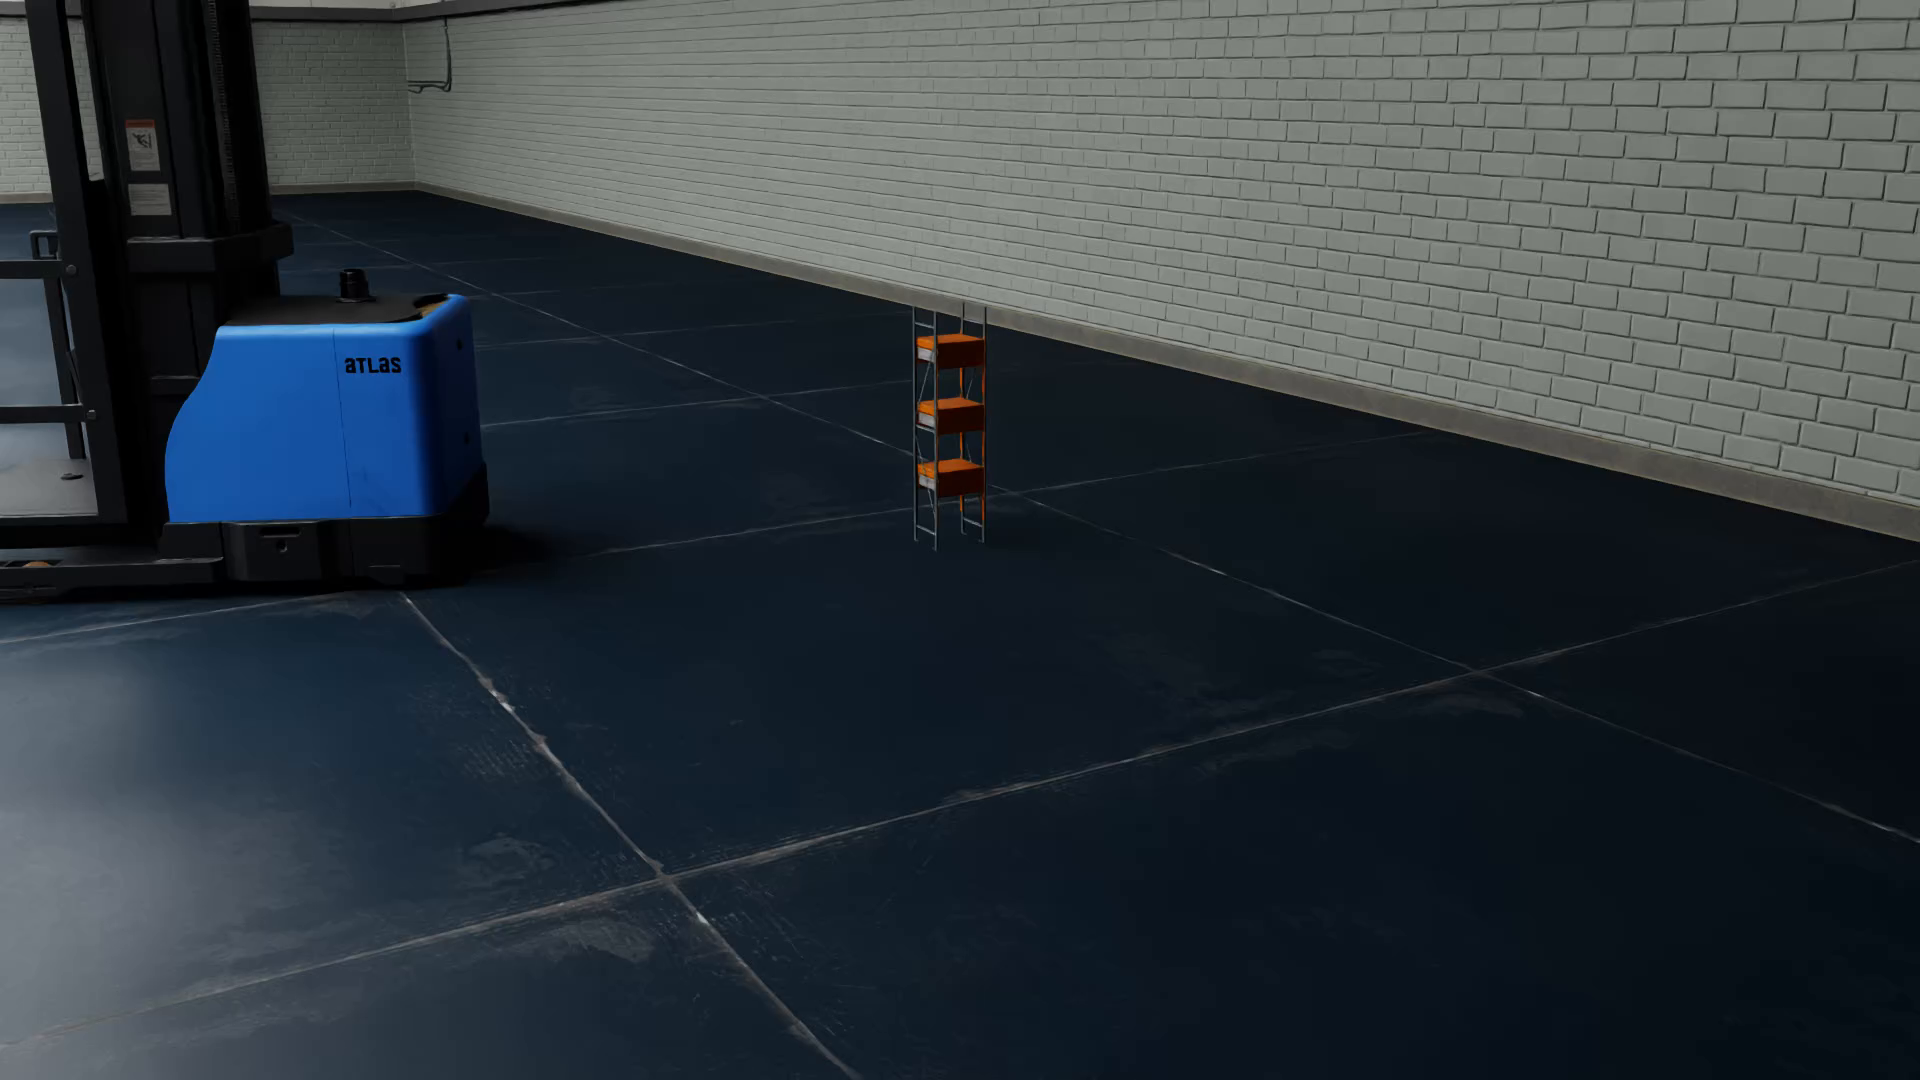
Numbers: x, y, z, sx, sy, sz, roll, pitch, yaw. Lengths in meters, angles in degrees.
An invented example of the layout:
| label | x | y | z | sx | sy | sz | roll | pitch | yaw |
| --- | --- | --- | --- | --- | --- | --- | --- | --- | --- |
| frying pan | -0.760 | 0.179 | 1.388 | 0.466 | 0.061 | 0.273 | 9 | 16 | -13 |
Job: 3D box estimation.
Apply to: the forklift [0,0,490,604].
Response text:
| label | x | y | z | sx | sy | sz | roll | pitch | yaw |
| --- | --- | --- | --- | --- | --- | --- | --- | --- | --- |
| forklift | -3.608 | -1.303 | 6.660 | 3.031 | 2.935 | 1.130 | -2 | 16 | -6 |

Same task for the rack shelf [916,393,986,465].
| label | x | y | z | sx | sy | sz | roll | pitch | yaw |
| --- | --- | --- | --- | --- | --- | --- | --- | --- | --- |
| rack shelf | -0.046 | -0.488 | 7.275 | 0.240 | 0.259 | 0.215 | -9 | 18 | -30 |

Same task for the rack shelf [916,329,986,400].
| label | x | y | z | sx | sy | sz | roll | pitch | yaw |
| --- | --- | --- | --- | --- | --- | --- | --- | --- | --- |
| rack shelf | -0.046 | -0.761 | 7.199 | 0.240 | 0.259 | 0.215 | -9 | 18 | -30 |

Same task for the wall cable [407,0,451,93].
| label | x | y | z | sx | sy | sz | roll | pitch | yaw |
| --- | --- | --- | --- | --- | --- | --- | --- | --- | --- |
| wall cable | -9.058 | -8.801 | 27.919 | 0.112 | 2.526 | 3.097 | -9 | 18 | -30 |

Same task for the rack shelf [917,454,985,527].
| label | x | y | z | sx | sy | sz | roll | pitch | yaw |
| --- | --- | --- | --- | --- | --- | --- | --- | --- | --- |
| rack shelf | -0.046 | -0.220 | 7.350 | 0.240 | 0.259 | 0.215 | -9 | 18 | -30 |

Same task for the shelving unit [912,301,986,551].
| label | x | y | z | sx | sy | sz | roll | pitch | yaw |
| --- | --- | --- | --- | --- | --- | --- | --- | --- | --- |
| shelving unit | -0.046 | -0.498 | 7.272 | 0.252 | 1.050 | 0.215 | -9 | 18 | -30 |

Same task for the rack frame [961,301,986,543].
| label | x | y | z | sx | sy | sz | roll | pitch | yaw |
| --- | --- | --- | --- | --- | --- | --- | --- | --- | --- |
| rack frame | 0.059 | -0.515 | 7.333 | 0.008 | 1.050 | 0.200 | -9 | 18 | -30 |

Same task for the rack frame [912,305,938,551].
| label | x | y | z | sx | sy | sz | roll | pitch | yaw |
| --- | --- | --- | --- | --- | --- | --- | --- | --- | --- |
| rack frame | -0.150 | -0.481 | 7.212 | 0.008 | 1.050 | 0.200 | -9 | 18 | -30 |
